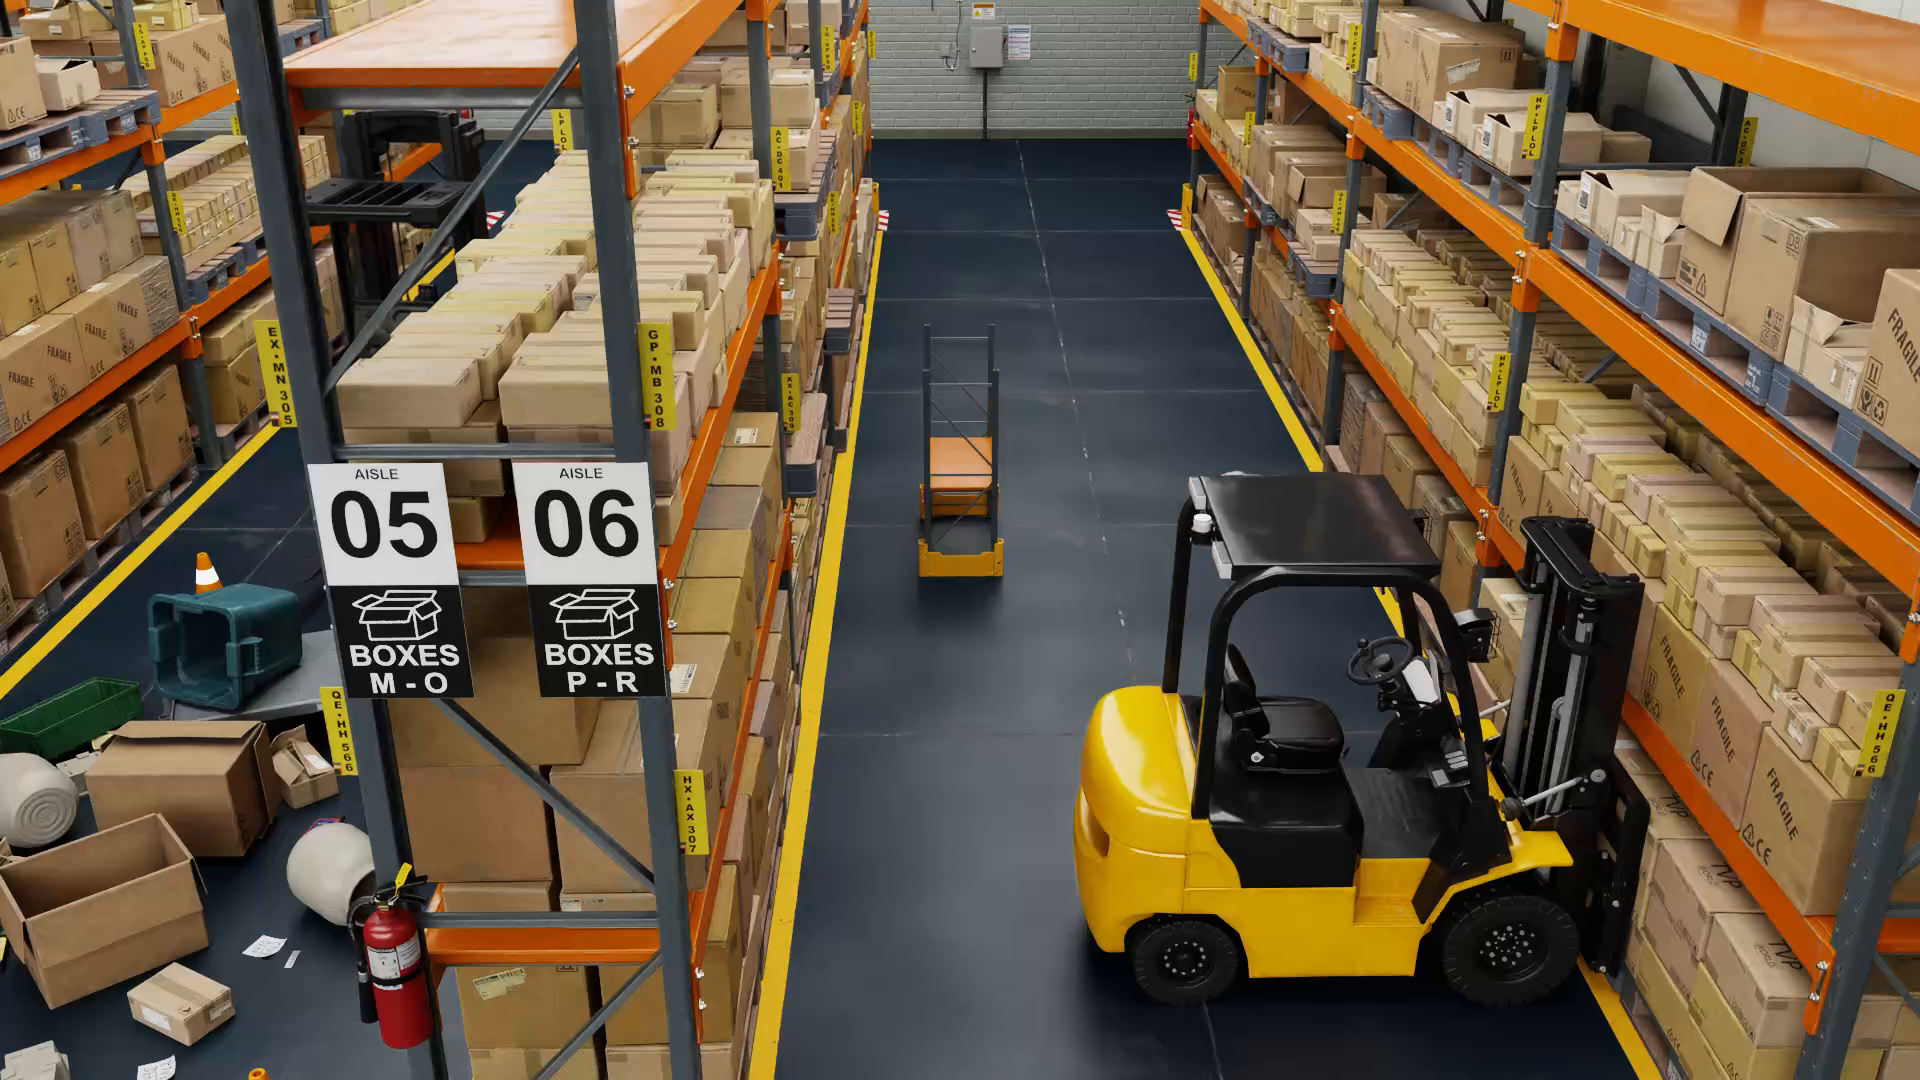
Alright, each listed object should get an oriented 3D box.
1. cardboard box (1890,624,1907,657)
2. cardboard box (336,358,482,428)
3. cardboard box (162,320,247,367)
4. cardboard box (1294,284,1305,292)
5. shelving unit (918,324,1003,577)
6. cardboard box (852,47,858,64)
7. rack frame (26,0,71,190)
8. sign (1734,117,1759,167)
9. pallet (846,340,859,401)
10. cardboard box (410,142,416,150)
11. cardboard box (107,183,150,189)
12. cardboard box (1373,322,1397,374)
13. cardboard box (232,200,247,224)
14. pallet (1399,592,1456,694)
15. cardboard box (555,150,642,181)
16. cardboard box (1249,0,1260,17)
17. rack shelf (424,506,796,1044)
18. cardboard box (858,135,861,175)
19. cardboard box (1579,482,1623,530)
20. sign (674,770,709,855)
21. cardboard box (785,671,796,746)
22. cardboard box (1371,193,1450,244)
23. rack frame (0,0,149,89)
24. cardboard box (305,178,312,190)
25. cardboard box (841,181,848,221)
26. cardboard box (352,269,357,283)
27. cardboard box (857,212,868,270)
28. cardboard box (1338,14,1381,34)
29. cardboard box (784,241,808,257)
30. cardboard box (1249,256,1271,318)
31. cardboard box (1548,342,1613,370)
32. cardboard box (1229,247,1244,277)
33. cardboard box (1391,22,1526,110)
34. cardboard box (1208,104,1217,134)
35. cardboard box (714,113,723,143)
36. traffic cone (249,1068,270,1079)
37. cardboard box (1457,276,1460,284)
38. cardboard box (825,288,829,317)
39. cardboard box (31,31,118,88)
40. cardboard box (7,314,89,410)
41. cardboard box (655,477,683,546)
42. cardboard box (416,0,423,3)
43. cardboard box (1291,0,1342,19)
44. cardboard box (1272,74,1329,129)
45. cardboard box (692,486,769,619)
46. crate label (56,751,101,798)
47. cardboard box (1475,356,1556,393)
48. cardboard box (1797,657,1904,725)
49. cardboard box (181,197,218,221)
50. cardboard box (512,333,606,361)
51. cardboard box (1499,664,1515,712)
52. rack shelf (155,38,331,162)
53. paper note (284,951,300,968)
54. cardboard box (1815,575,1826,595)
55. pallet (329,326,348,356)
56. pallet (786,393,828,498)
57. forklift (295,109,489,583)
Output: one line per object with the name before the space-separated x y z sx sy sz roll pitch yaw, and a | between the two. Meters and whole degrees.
cardboard box | 3.760 0.436 6.259 0.380 0.149 0.250 0 24 0
cardboard box | -1.726 -0.461 5.209 0.380 0.149 0.250 0 24 0
cardboard box | -6.228 -1.619 13.687 0.500 0.250 0.500 -1 24 -3
cardboard box | 3.253 -2.226 15.151 0.380 0.149 0.250 0 24 0
shelving unit | 0.001 -0.652 11.755 0.587 1.500 1.083 0 24 -1
cardboard box | -1.299 -5.207 17.885 0.380 0.149 0.250 0 24 0
rack frame | -11.511 -5.256 20.113 1.000 3.000 0.127 0 24 -1
sign | 4.048 -2.021 8.598 0.100 0.325 0.005 0 24 -1
pallet | -1.458 -1.560 15.326 1.003 0.211 1.213 0 24 -1
cardboard box | -6.338 -4.457 18.654 0.380 0.149 0.250 -1 24 -3
cardboard box | -6.933 -2.908 13.997 0.380 0.149 0.250 0 24 -1
cardboard box | 3.223 -1.356 11.673 0.500 0.250 0.500 -1 24 -2
cardboard box | -6.283 -2.780 14.075 0.380 0.149 0.250 0 24 0
pallet | 3.446 0.588 10.577 1.003 0.211 1.213 0 24 -1
cardboard box | -1.793 -1.840 8.258 0.380 0.149 0.250 -1 24 -1
cardboard box | 3.150 -5.307 16.409 0.500 0.250 0.500 0 24 0
rack shelf | -1.449 0.797 7.605 1.077 0.370 4.000 0 24 -1
cardboard box | -1.302 -4.099 17.436 0.500 0.500 0.500 0 24 0
cardboard box | 3.198 -0.164 7.947 0.380 0.149 0.250 0 24 -1
sign | -0.884 0.896 5.462 0.100 0.325 0.005 0 24 -1
cardboard box | -1.195 0.949 9.223 0.500 0.250 0.500 1 24 2
cardboard box | 3.600 -2.477 13.339 0.500 0.500 0.500 1 24 2
rack frame | -6.463 -4.673 11.546 1.000 3.000 0.127 0 24 -1
cardboard box | -6.300 -3.292 15.568 0.380 0.149 0.250 0 24 -1
cardboard box | -1.263 -3.000 14.703 0.500 0.250 0.500 0 24 0
cardboard box | -6.190 -2.767 17.199 0.380 0.149 0.250 1 24 2
cardboard box | -1.468 -3.304 18.398 0.875 0.438 0.875 -1 24 -2
cardboard box | 3.238 -4.107 13.270 0.380 0.149 0.250 -1 24 -1
cardboard box | -1.214 -1.999 11.133 0.380 0.149 0.250 -1 24 -3
cardboard box | 3.186 -2.528 16.606 0.500 0.500 0.500 1 24 2
cardboard box | 3.751 -1.080 9.972 0.380 0.149 0.250 0 24 -1
cardboard box | 3.102 -2.997 17.927 0.396 0.266 0.258 1 24 1
cardboard box | 3.319 -3.170 11.109 0.700 0.500 0.500 -1 24 -2
cardboard box | 3.112 -4.786 18.897 0.500 0.250 0.500 -1 24 -2
cardboard box | -1.622 -2.294 9.597 0.500 0.250 0.500 0 24 0
traffic cone | -2.721 2.277 6.536 0.336 0.463 0.334 0 24 -1
cardboard box | 3.739 -1.792 12.032 0.500 0.250 0.500 0 24 0
cardboard box | -1.152 -1.733 12.120 0.380 0.149 0.250 0 24 -1
cardboard box | -6.723 -3.586 12.661 0.500 0.500 0.500 0 24 -1
cardboard box | -6.170 -1.178 10.977 0.500 0.500 0.500 0 24 0
cardboard box | -1.106 -0.097 5.374 0.380 0.149 0.250 0 24 -1
cardboard box | -6.268 -6.138 18.607 0.500 0.250 0.500 0 24 0
cardboard box | 3.046 -4.541 14.207 0.380 0.149 0.250 0 24 0
cardboard box | 3.655 -4.699 17.795 0.500 0.500 0.500 -1 24 -2
cardboard box | -1.194 0.071 7.853 0.500 0.500 0.500 0 24 1
crate label | -4.810 1.281 9.134 0.298 0.136 0.250 -19 31 -36
cardboard box | 3.246 -0.966 9.721 0.380 0.149 0.250 -1 24 -1
cardboard box | 3.288 0.544 6.020 0.380 0.149 0.250 0 24 0
cardboard box | -6.278 -2.691 13.516 0.380 0.149 0.250 0 24 -1
cardboard box | -1.245 -0.574 5.459 0.380 0.149 0.250 0 24 -1
cardboard box | 3.197 0.863 8.806 0.500 0.250 0.500 0 24 -1
rack shelf | -6.484 -3.803 14.134 1.077 0.370 4.000 0 24 -1
paper note | -3.125 1.962 7.783 0.032 0.001 0.123 0 24 -1
cardboard box | 3.849 0.257 7.017 0.380 0.149 0.250 1 24 1
pallet | -6.496 -1.997 16.292 1.003 0.211 1.213 0 24 -1
pallet | -1.333 -0.583 10.016 1.003 0.211 1.213 0 24 -1
forklift | -3.930 -1.464 11.814 1.130 2.935 3.031 2 24 4
